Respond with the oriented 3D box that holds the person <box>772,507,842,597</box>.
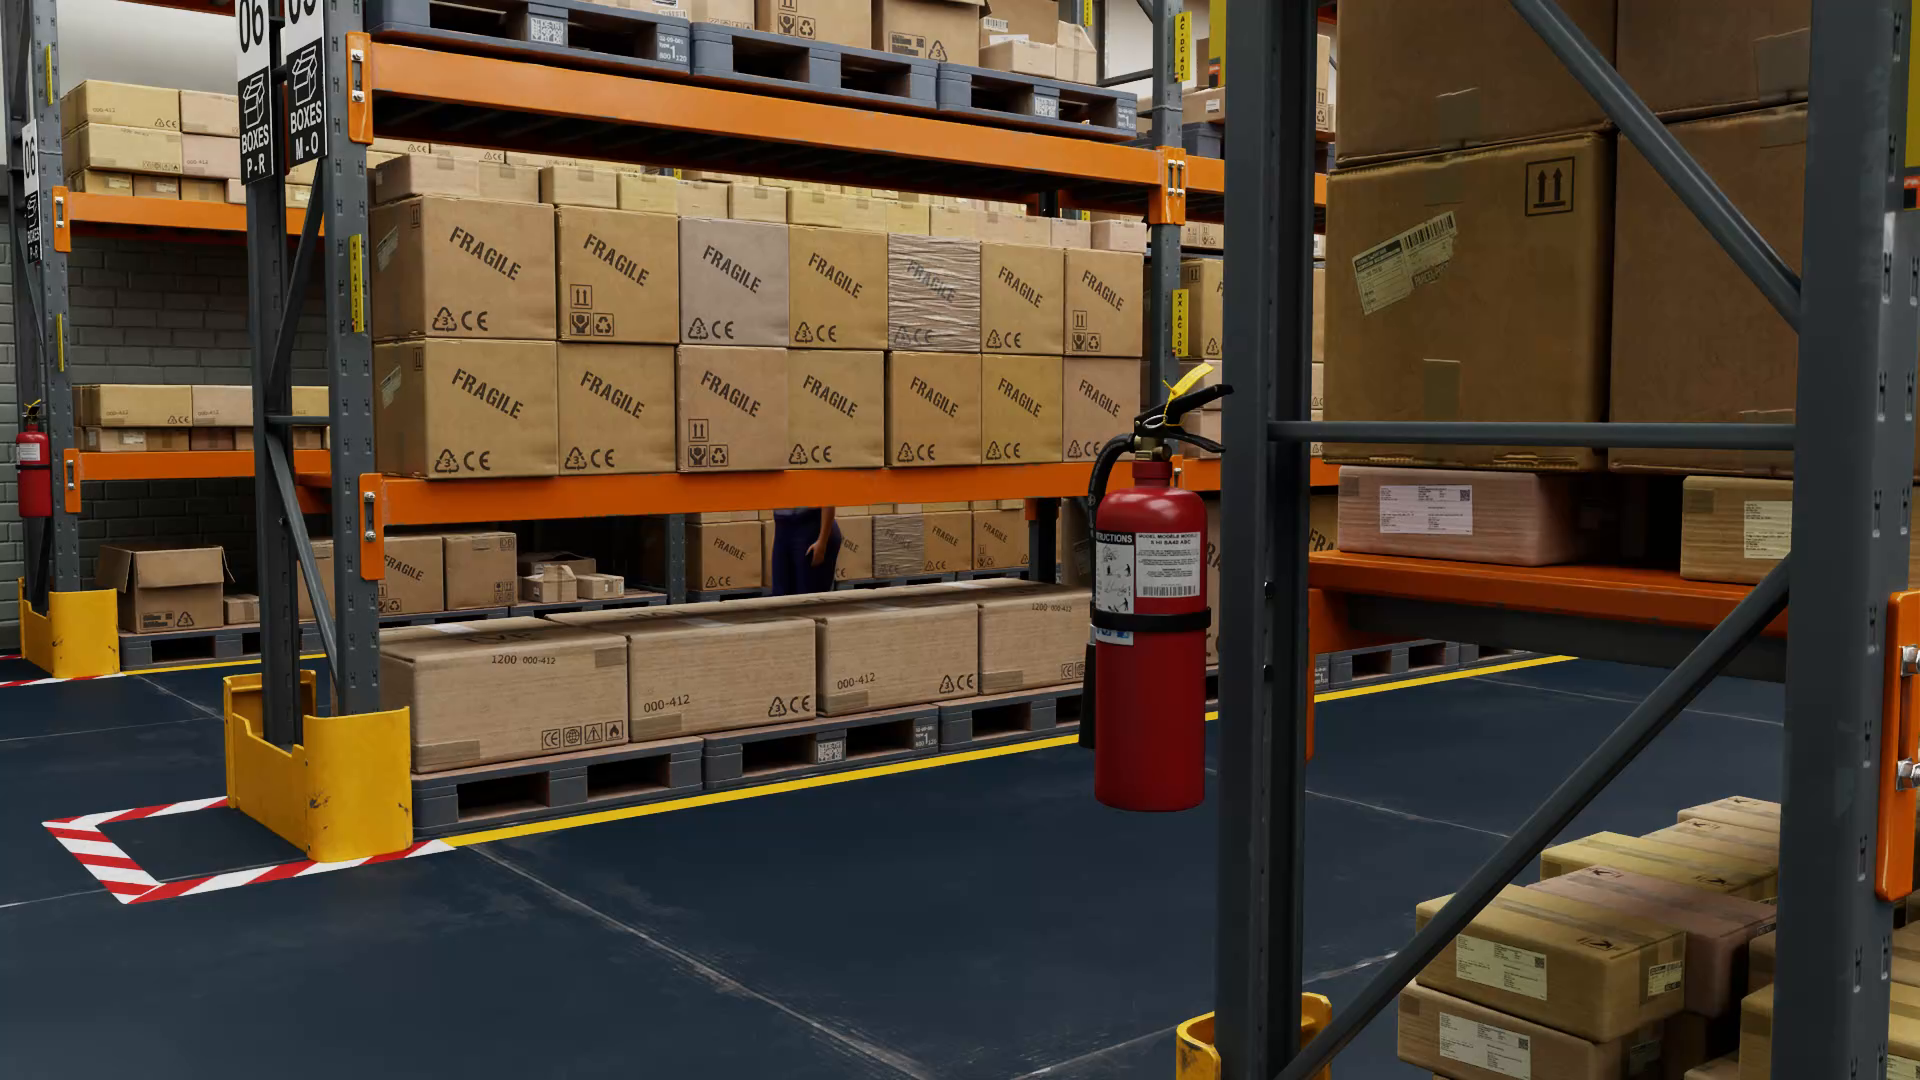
[{"bbox_3d":[-0.866,0.014,9.365,0.342,1.663,0.469,-3,6,-37],"label":"person"}]
